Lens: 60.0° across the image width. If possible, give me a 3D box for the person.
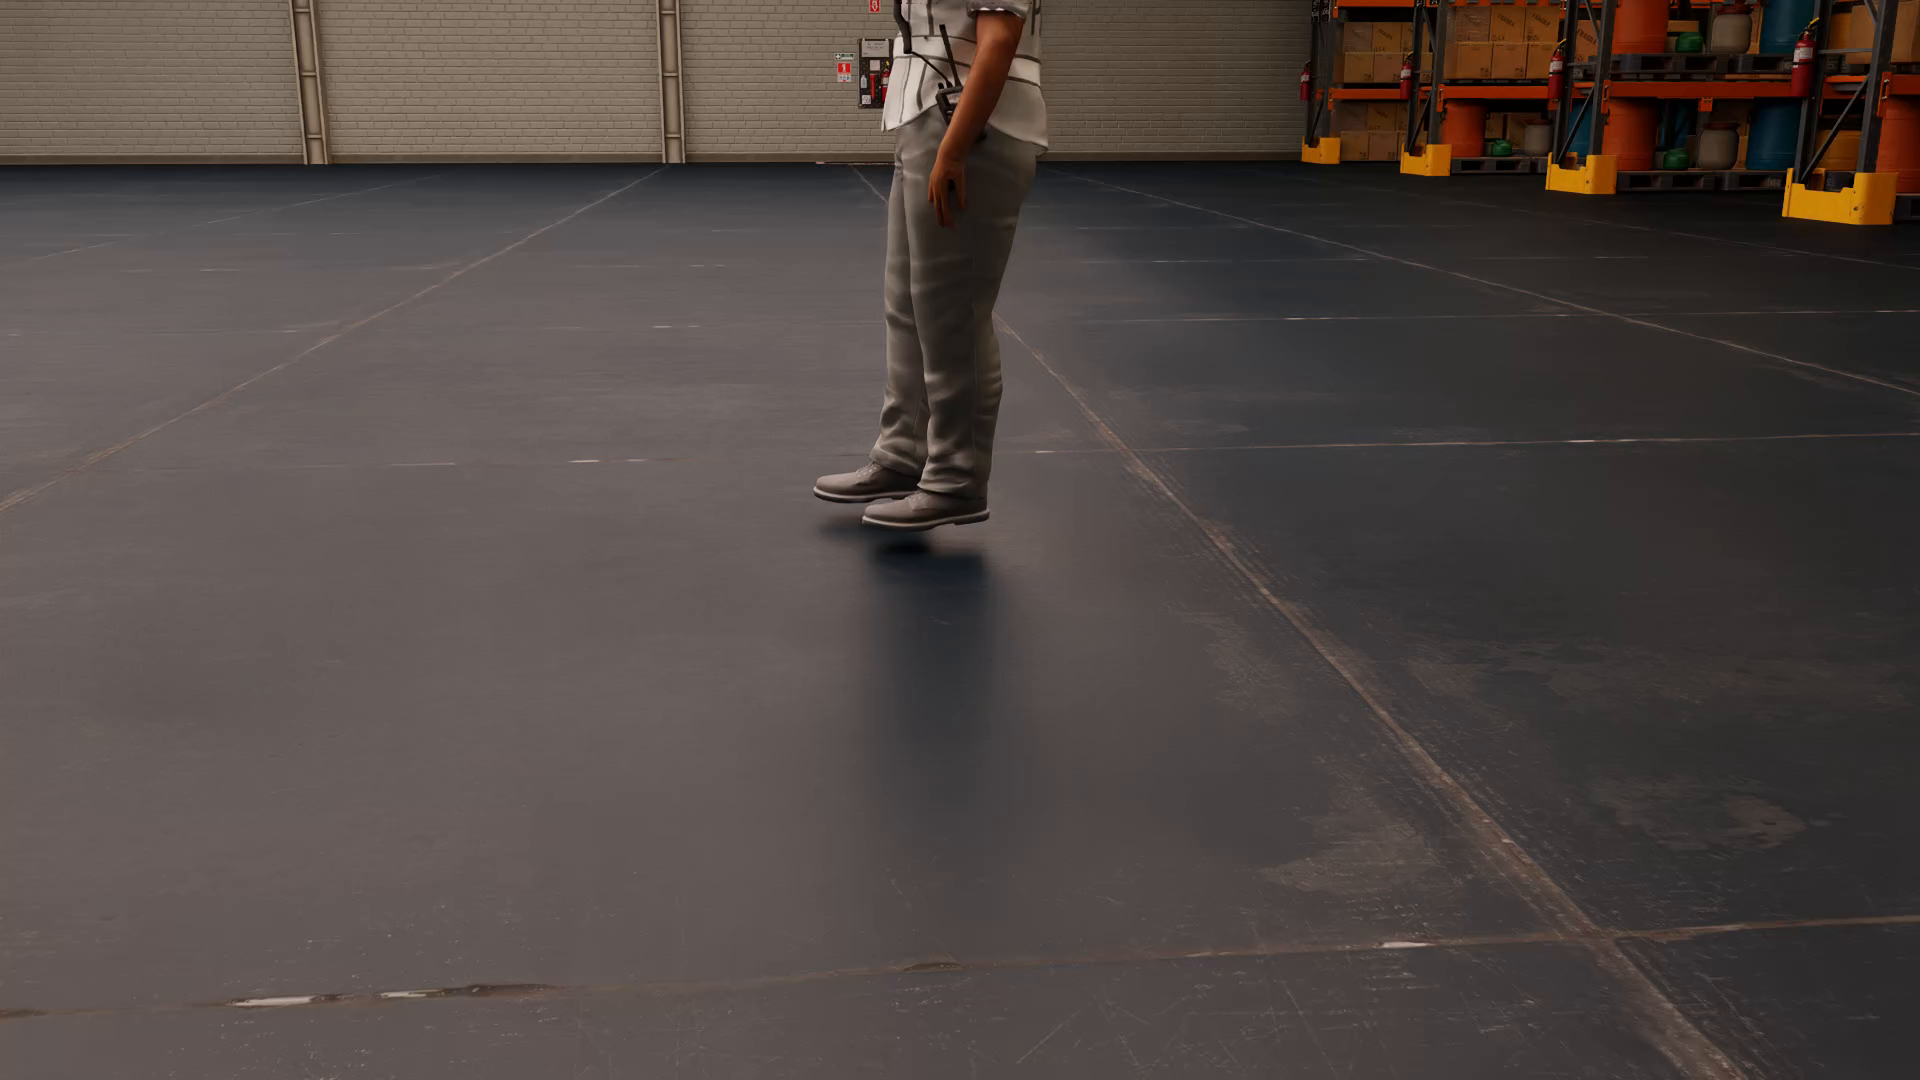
[{"bbox_3d":[-0.078,-0.856,3.726,0.528,1.669,0.599,-1,15,-5],"label":"person"}]
